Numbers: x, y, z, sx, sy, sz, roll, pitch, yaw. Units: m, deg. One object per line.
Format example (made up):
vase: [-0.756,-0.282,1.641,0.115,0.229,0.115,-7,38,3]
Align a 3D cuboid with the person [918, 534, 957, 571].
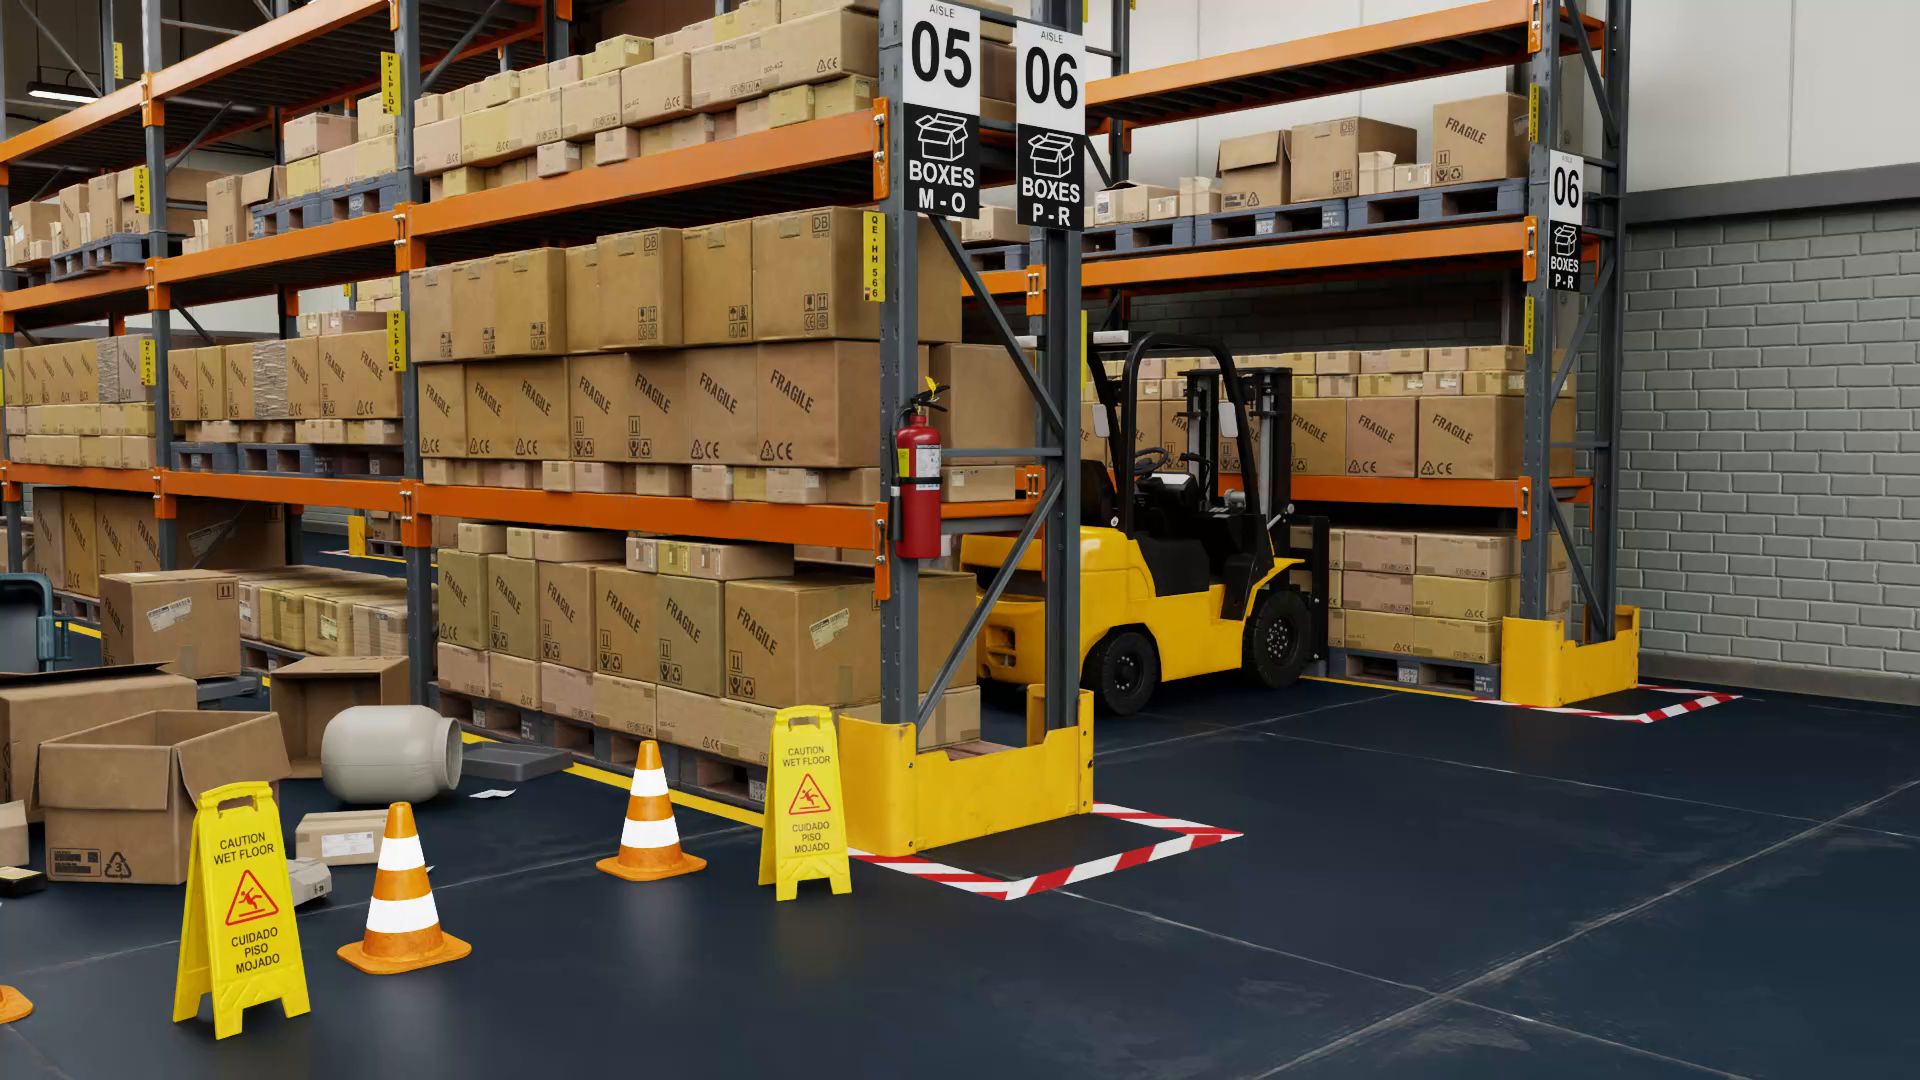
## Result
person: [-0.248,-0.097,11.818,0.452,1.778,0.613,4,5,43]
